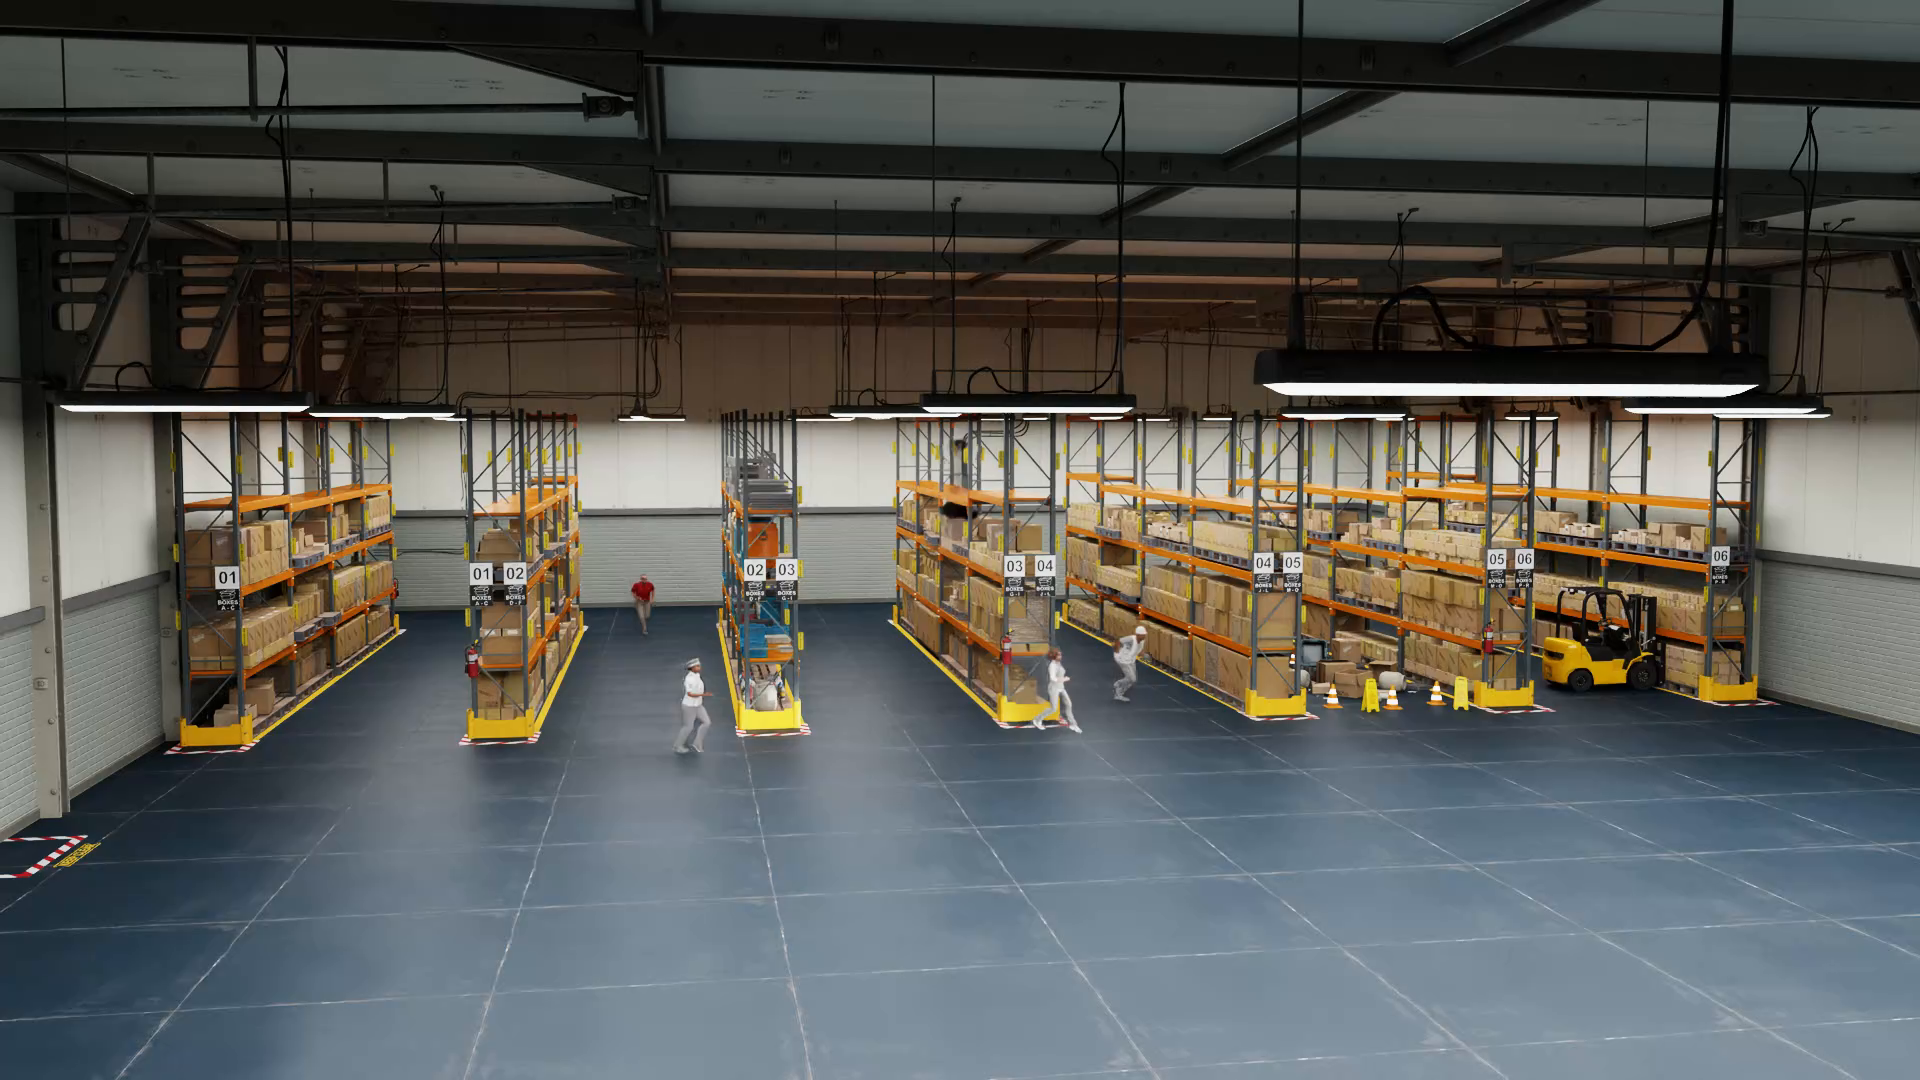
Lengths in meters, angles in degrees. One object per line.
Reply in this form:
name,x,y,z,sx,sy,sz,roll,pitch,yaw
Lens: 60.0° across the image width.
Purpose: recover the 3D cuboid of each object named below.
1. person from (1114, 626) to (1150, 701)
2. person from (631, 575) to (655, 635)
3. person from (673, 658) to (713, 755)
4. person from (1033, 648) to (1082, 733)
person,3.497,2.546,34.182,0.819,1.591,0.716,4,5,43
person,-8.643,1.756,45.371,0.657,1.663,0.745,-1,4,-16
person,-4.598,2.891,28.755,0.754,1.733,0.518,1,4,13
person,1.773,2.787,30.703,0.888,1.589,0.552,2,4,21
